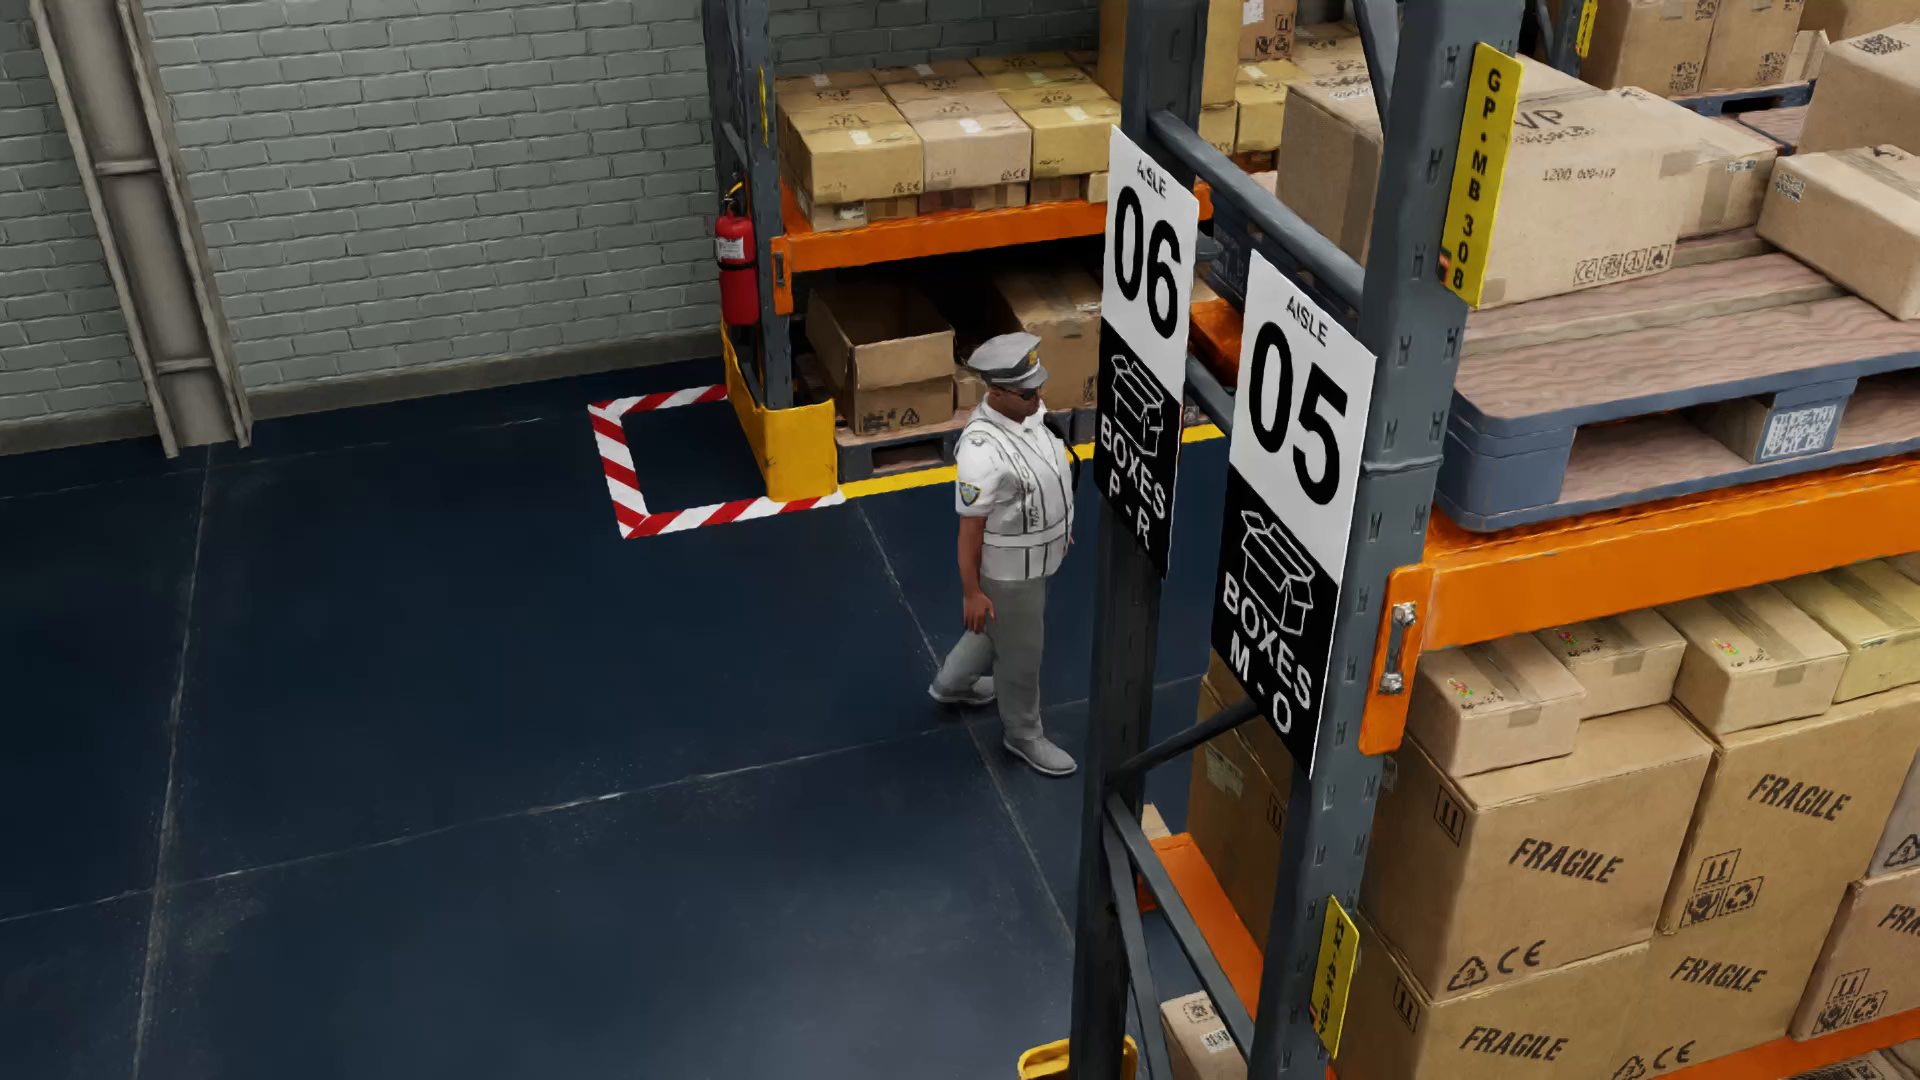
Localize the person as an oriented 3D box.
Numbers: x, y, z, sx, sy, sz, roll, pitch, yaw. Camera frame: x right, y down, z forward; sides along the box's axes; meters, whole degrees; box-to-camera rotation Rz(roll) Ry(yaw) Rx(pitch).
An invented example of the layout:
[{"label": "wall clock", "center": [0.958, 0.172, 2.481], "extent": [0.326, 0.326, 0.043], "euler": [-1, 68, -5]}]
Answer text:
[{"label": "person", "center": [0.170, 0.043, 6.062], "extent": [0.662, 1.757, 0.602], "euler": [11, 35, 16]}]
